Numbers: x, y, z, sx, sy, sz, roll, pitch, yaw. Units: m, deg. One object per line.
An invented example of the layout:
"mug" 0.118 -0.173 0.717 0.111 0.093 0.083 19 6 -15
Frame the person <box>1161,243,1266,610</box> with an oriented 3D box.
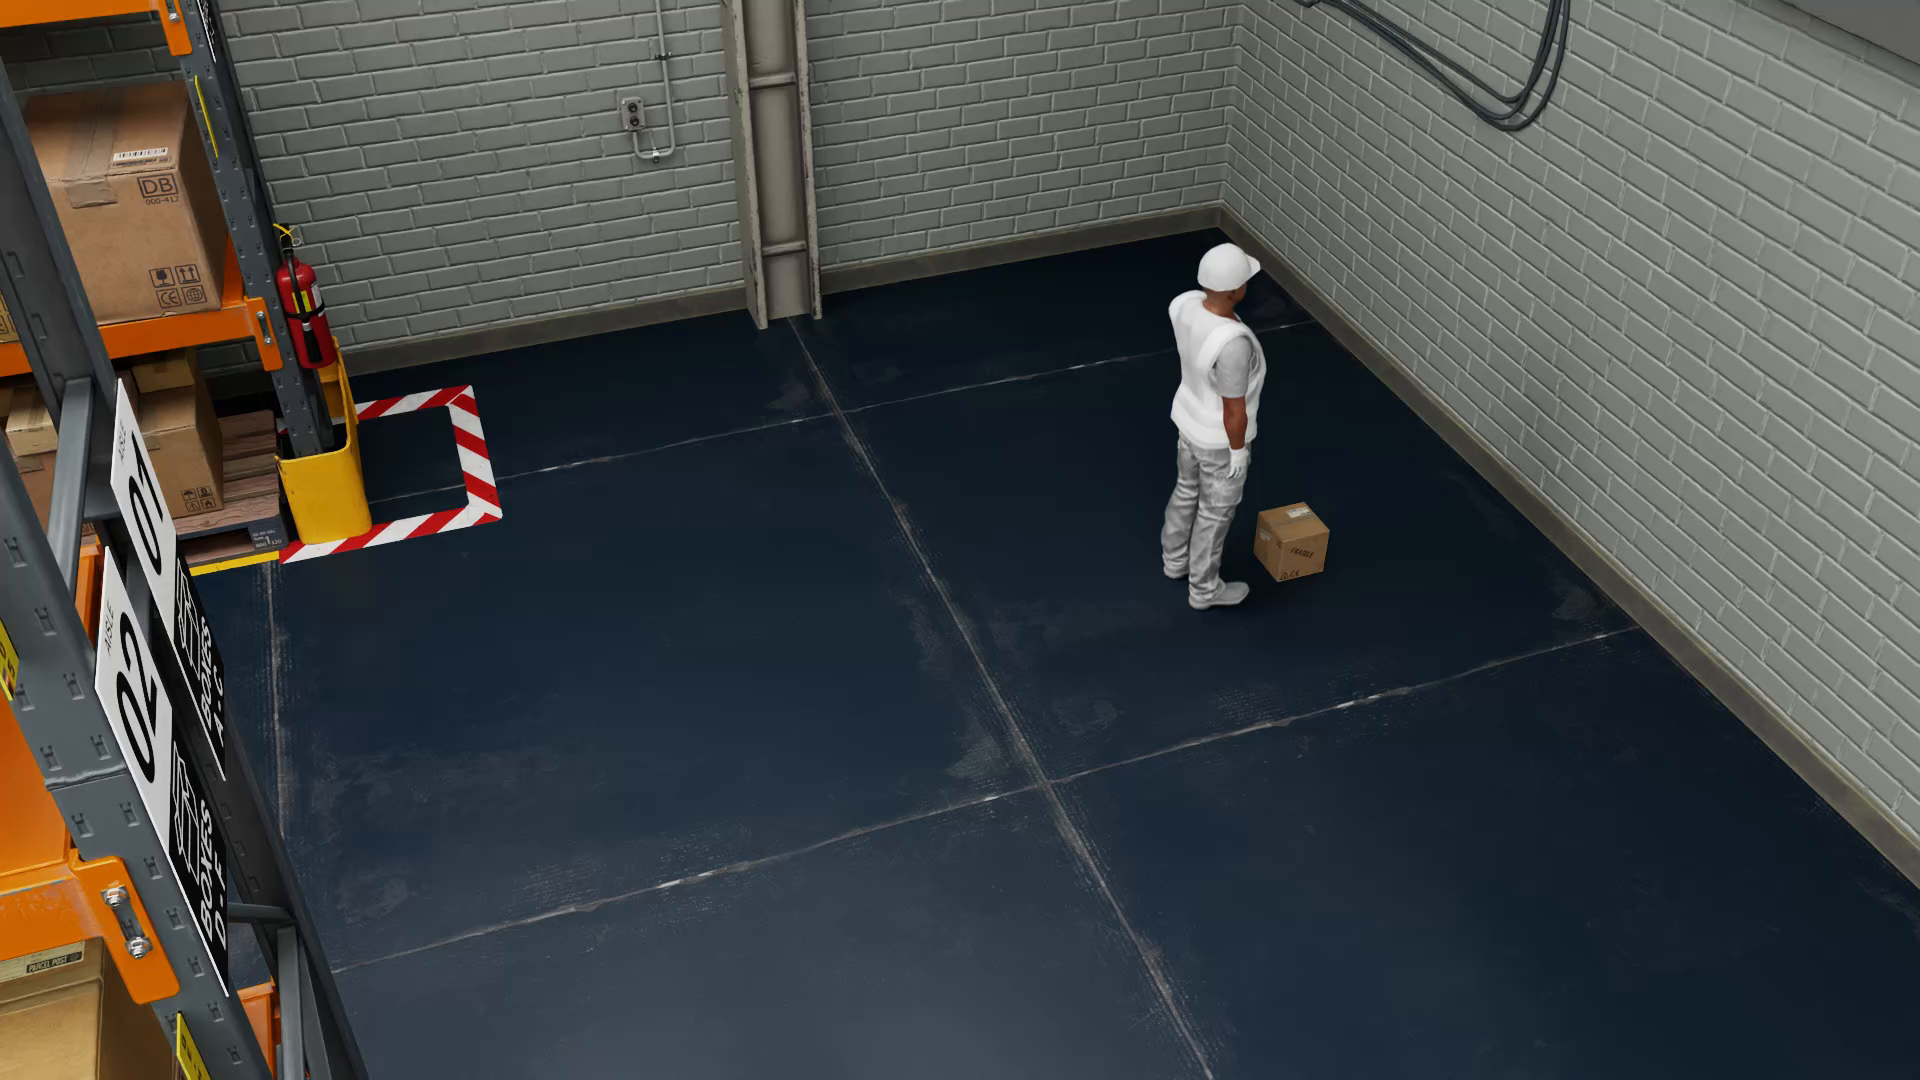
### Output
"person" 1.141 -0.512 7.423 0.380 1.789 0.546 -12 39 -15
